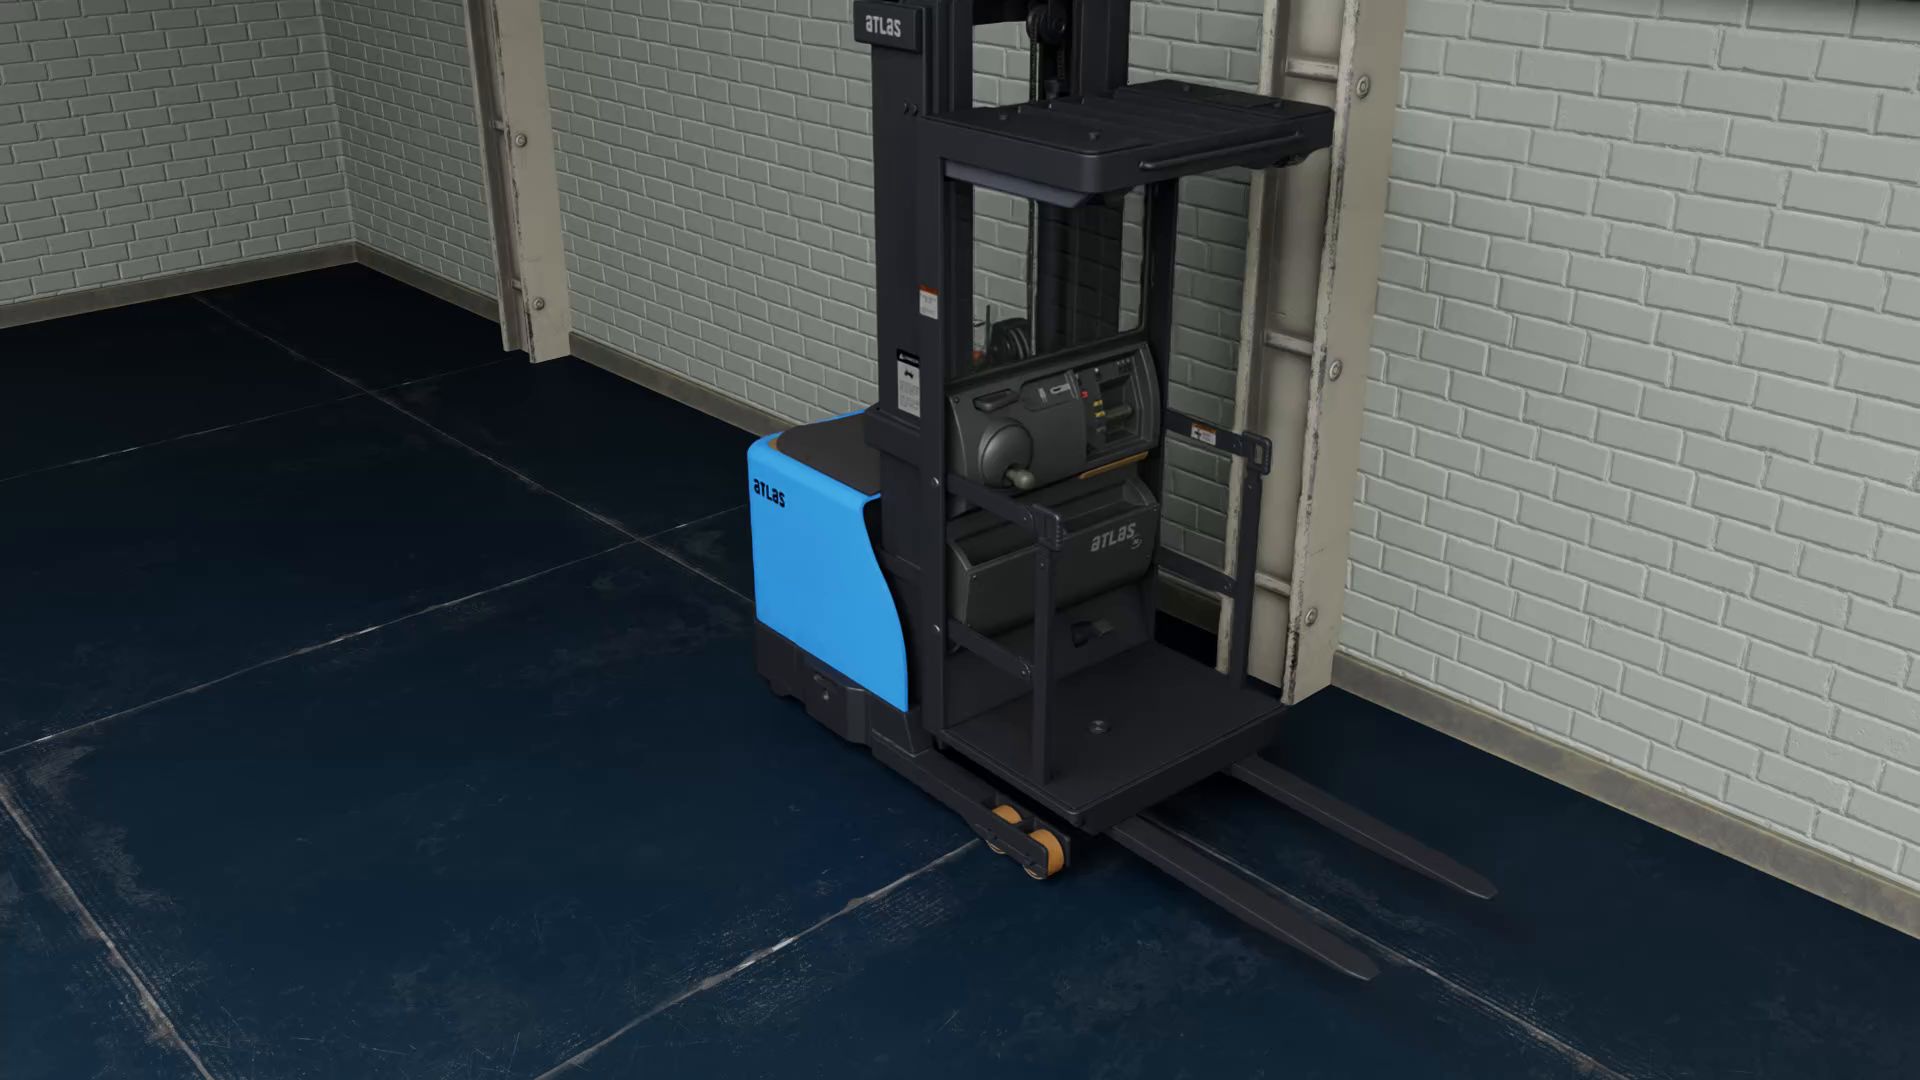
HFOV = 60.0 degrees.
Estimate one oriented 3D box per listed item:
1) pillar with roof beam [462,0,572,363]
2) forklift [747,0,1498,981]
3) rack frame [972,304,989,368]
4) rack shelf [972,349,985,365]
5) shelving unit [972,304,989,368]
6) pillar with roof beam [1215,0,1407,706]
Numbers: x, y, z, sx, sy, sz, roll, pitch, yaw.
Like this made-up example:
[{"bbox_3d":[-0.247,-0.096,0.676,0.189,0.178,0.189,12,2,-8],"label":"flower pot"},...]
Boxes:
[{"bbox_3d":[-5.921,-4.117,6.433,9.100,9.000,0.400,-21,32,-38],"label":"pillar with roof beam"},{"bbox_3d":[0.480,-0.408,5.613,1.130,2.935,3.031,-19,31,-36],"label":"forklift"},{"bbox_3d":[0.049,-0.520,7.944,0.240,1.200,0.006,-22,32,-39],"label":"rack frame"},{"bbox_3d":[-0.015,-0.834,7.872,0.258,0.103,0.180,-22,32,-39],"label":"rack shelf"},{"bbox_3d":[-0.015,-0.547,8.003,0.258,1.200,0.189,-22,32,-39],"label":"shelving unit"},{"bbox_3d":[-1.820,-2.300,2.449,9.100,9.000,0.400,-21,32,-38],"label":"pillar with roof beam"}]
